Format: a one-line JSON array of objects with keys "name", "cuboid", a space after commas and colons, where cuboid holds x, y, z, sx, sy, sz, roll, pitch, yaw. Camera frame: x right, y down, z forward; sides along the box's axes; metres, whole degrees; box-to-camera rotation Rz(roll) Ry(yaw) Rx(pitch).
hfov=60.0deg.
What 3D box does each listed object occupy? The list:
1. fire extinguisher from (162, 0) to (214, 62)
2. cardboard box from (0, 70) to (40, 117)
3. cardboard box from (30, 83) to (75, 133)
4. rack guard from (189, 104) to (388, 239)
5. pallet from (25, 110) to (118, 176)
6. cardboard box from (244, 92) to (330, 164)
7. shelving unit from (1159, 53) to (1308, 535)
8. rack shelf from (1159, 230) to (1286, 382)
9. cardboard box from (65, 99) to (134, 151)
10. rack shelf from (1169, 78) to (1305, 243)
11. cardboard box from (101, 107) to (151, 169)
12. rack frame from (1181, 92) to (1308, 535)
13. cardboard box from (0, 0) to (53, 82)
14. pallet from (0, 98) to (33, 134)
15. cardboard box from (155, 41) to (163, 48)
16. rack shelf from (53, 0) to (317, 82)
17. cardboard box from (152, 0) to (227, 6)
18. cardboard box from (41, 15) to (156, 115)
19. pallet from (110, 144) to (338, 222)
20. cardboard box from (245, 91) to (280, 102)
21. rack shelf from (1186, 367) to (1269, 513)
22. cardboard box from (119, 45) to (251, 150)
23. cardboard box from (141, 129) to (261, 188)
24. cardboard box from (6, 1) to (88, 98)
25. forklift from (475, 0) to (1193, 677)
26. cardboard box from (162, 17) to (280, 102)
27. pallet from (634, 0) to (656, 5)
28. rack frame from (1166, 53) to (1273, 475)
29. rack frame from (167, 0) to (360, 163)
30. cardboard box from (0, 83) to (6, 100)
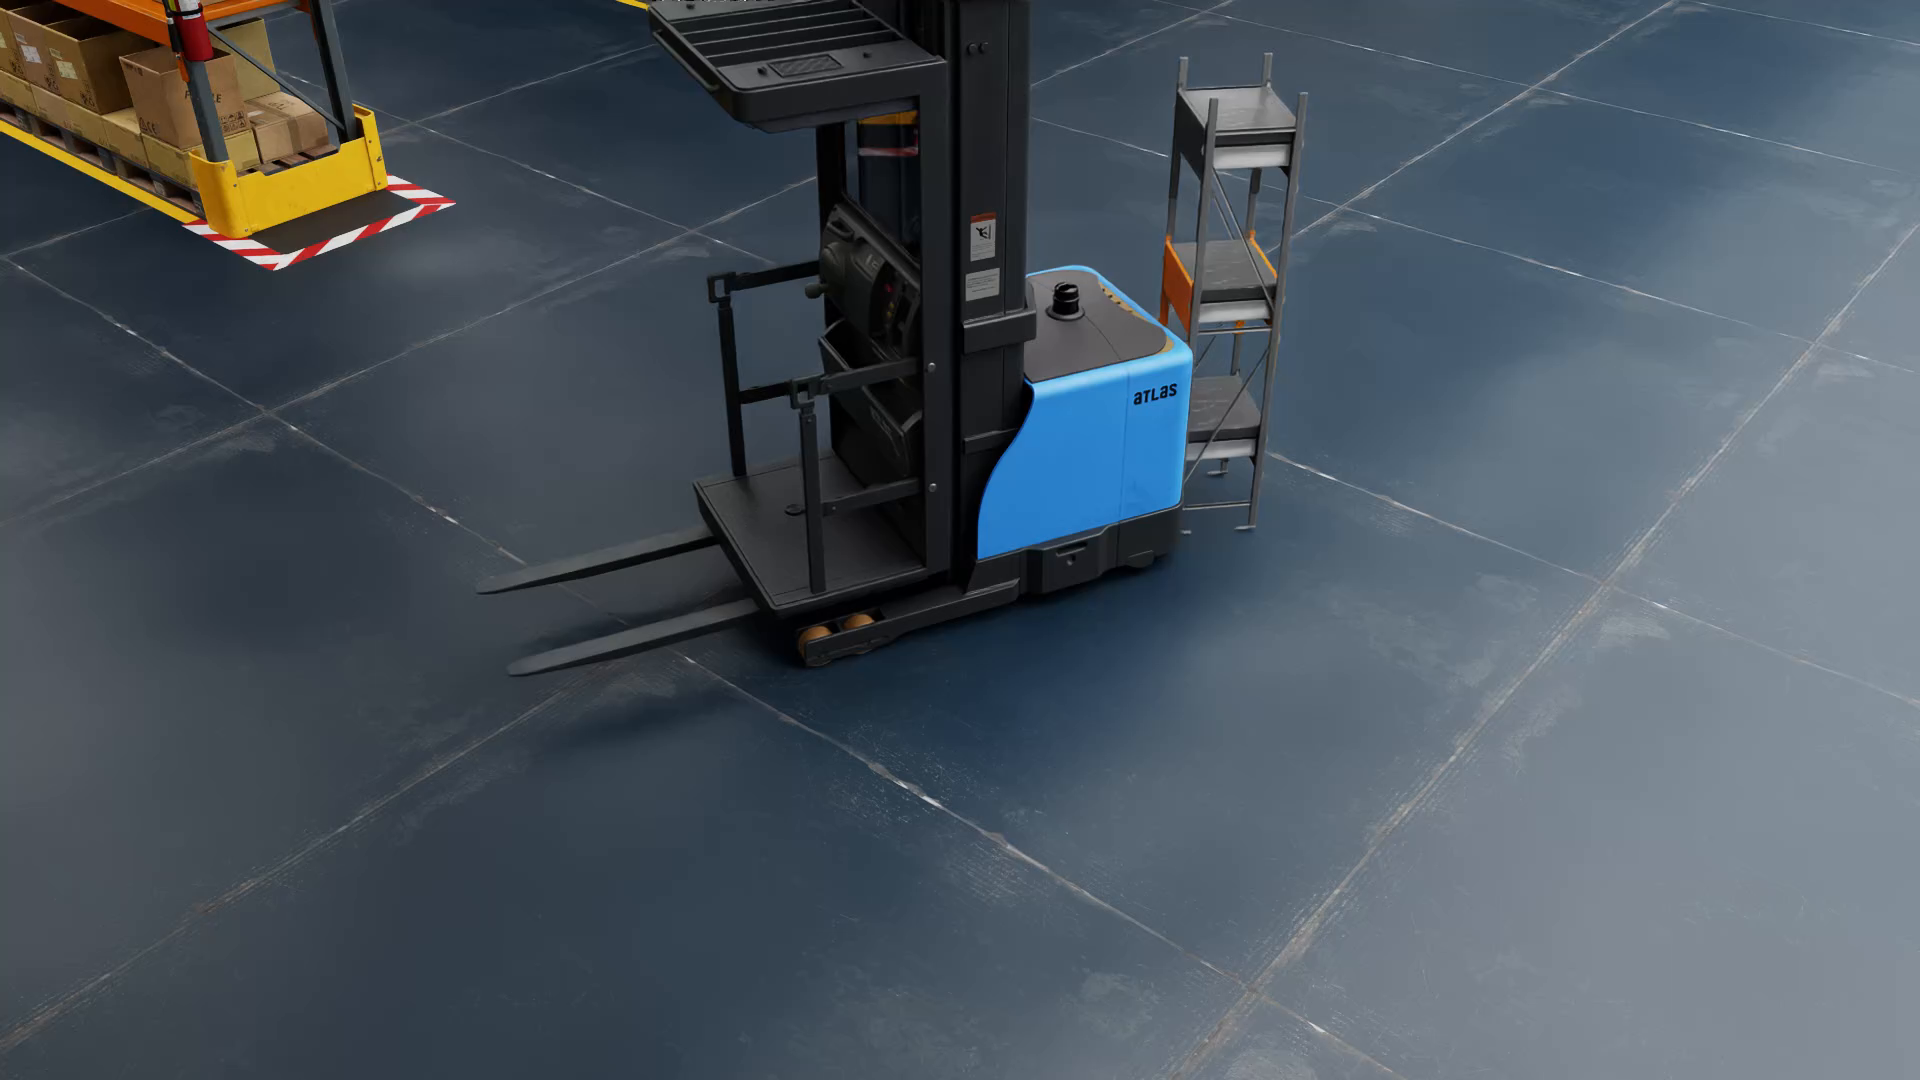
[{"name": "fire extinguisher", "cuboid": [-4.569, -3.175, 9.792, 0.183, 0.674, 0.296, 25, 42, 32]}, {"name": "cardboard box", "cuboid": [-6.512, -3.274, 11.926, 0.500, 0.250, 0.500, 25, 42, 32]}, {"name": "cardboard box", "cuboid": [-6.124, -3.096, 11.666, 0.500, 0.250, 0.500, 25, 42, 32]}, {"name": "rack guard", "cuboid": [-4.344, -2.413, 10.822, 0.348, 0.500, 1.175, 25, 42, 32]}, {"name": "pallet", "cuboid": [-5.910, -3.003, 11.937, 1.213, 0.211, 1.003, 25, 42, 32]}, {"name": "cardboard box", "cuboid": [-4.632, -2.783, 11.210, 0.500, 0.250, 0.500, 25, 42, 32]}, {"name": "shelving unit", "cuboid": [1.157, -1.042, 7.411, 0.431, 2.100, 0.503, -5, 35, -6]}, {"name": "rack shelf", "cuboid": [1.157, -1.031, 7.419, 0.431, 0.518, 0.480, -5, 35, -6]}, {"name": "cardboard box", "cuboid": [-5.741, -2.914, 11.401, 0.500, 0.250, 0.500, 25, 42, 32]}, {"name": "rack shelf", "cuboid": [1.157, -1.607, 7.021, 0.431, 0.518, 0.480, -5, 35, -6]}, {"name": "cardboard box", "cuboid": [-5.356, -2.733, 11.138, 0.500, 0.250, 0.500, 25, 42, 32]}, {"name": "rack frame", "cuboid": [1.191, -0.905, 7.212, 0.400, 2.100, 0.015, -5, 35, -6]}, {"name": "cardboard box", "cuboid": [-6.512, -3.583, 11.714, 0.500, 0.500, 0.500, 25, 42, 32]}, {"name": "pallet", "cuboid": [-6.852, -3.445, 12.580, 1.213, 0.211, 1.003, 25, 42, 32]}, {"name": "cardboard box", "cuboid": [-5.410, -3.448, 11.516, 0.500, 0.500, 0.500, 25, 42, 32]}, {"name": "rack shelf", "cuboid": [-5.899, -3.880, 11.386, 4.000, 0.370, 1.077, 25, 42, 32]}, {"name": "cardboard box", "cuboid": [-4.713, -3.668, 10.353, 0.500, 0.500, 0.700, 25, 42, 32]}, {"name": "cardboard box", "cuboid": [-5.743, -3.221, 11.187, 0.500, 0.500, 0.500, 25, 42, 32]}, {"name": "pallet", "cuboid": [-4.977, -2.561, 11.293, 1.213, 0.211, 1.003, 25, 42, 32]}, {"name": "cardboard box", "cuboid": [-5.019, -2.962, 11.472, 0.500, 0.250, 0.500, 25, 42, 32]}, {"name": "rack shelf", "cuboid": [1.158, -0.455, 7.817, 0.431, 0.518, 0.480, -5, 35, -6]}, {"name": "cardboard box", "cuboid": [-4.965, -2.866, 10.669, 0.500, 0.500, 0.500, 25, 42, 32]}, {"name": "cardboard box", "cuboid": [-4.964, -2.557, 10.882, 0.500, 0.250, 0.500, 25, 42, 32]}, {"name": "cardboard box", "cuboid": [-6.126, -3.403, 11.451, 0.500, 0.500, 0.500, 25, 42, 32]}, {"name": "forklift", "cuboid": [-0.552, -1.021, 6.647, 3.031, 2.935, 1.130, -15, 37, -20]}, {"name": "cardboard box", "cuboid": [-5.018, -3.272, 11.260, 0.500, 0.500, 0.500, 25, 42, 32]}, {"name": "pallet", "cuboid": [-2.833, -5.202, 15.138, 1.213, 0.211, 1.003, 25, 42, 32]}, {"name": "rack frame", "cuboid": [1.124, -1.180, 7.610, 0.400, 2.100, 0.015, -5, 35, -6]}, {"name": "rack frame", "cuboid": [-4.362, -3.452, 10.127, 0.127, 3.000, 1.000, 25, 42, 32]}, {"name": "cardboard box", "cuboid": [-6.893, -3.457, 12.193, 0.500, 0.250, 0.500, 25, 42, 32]}]
